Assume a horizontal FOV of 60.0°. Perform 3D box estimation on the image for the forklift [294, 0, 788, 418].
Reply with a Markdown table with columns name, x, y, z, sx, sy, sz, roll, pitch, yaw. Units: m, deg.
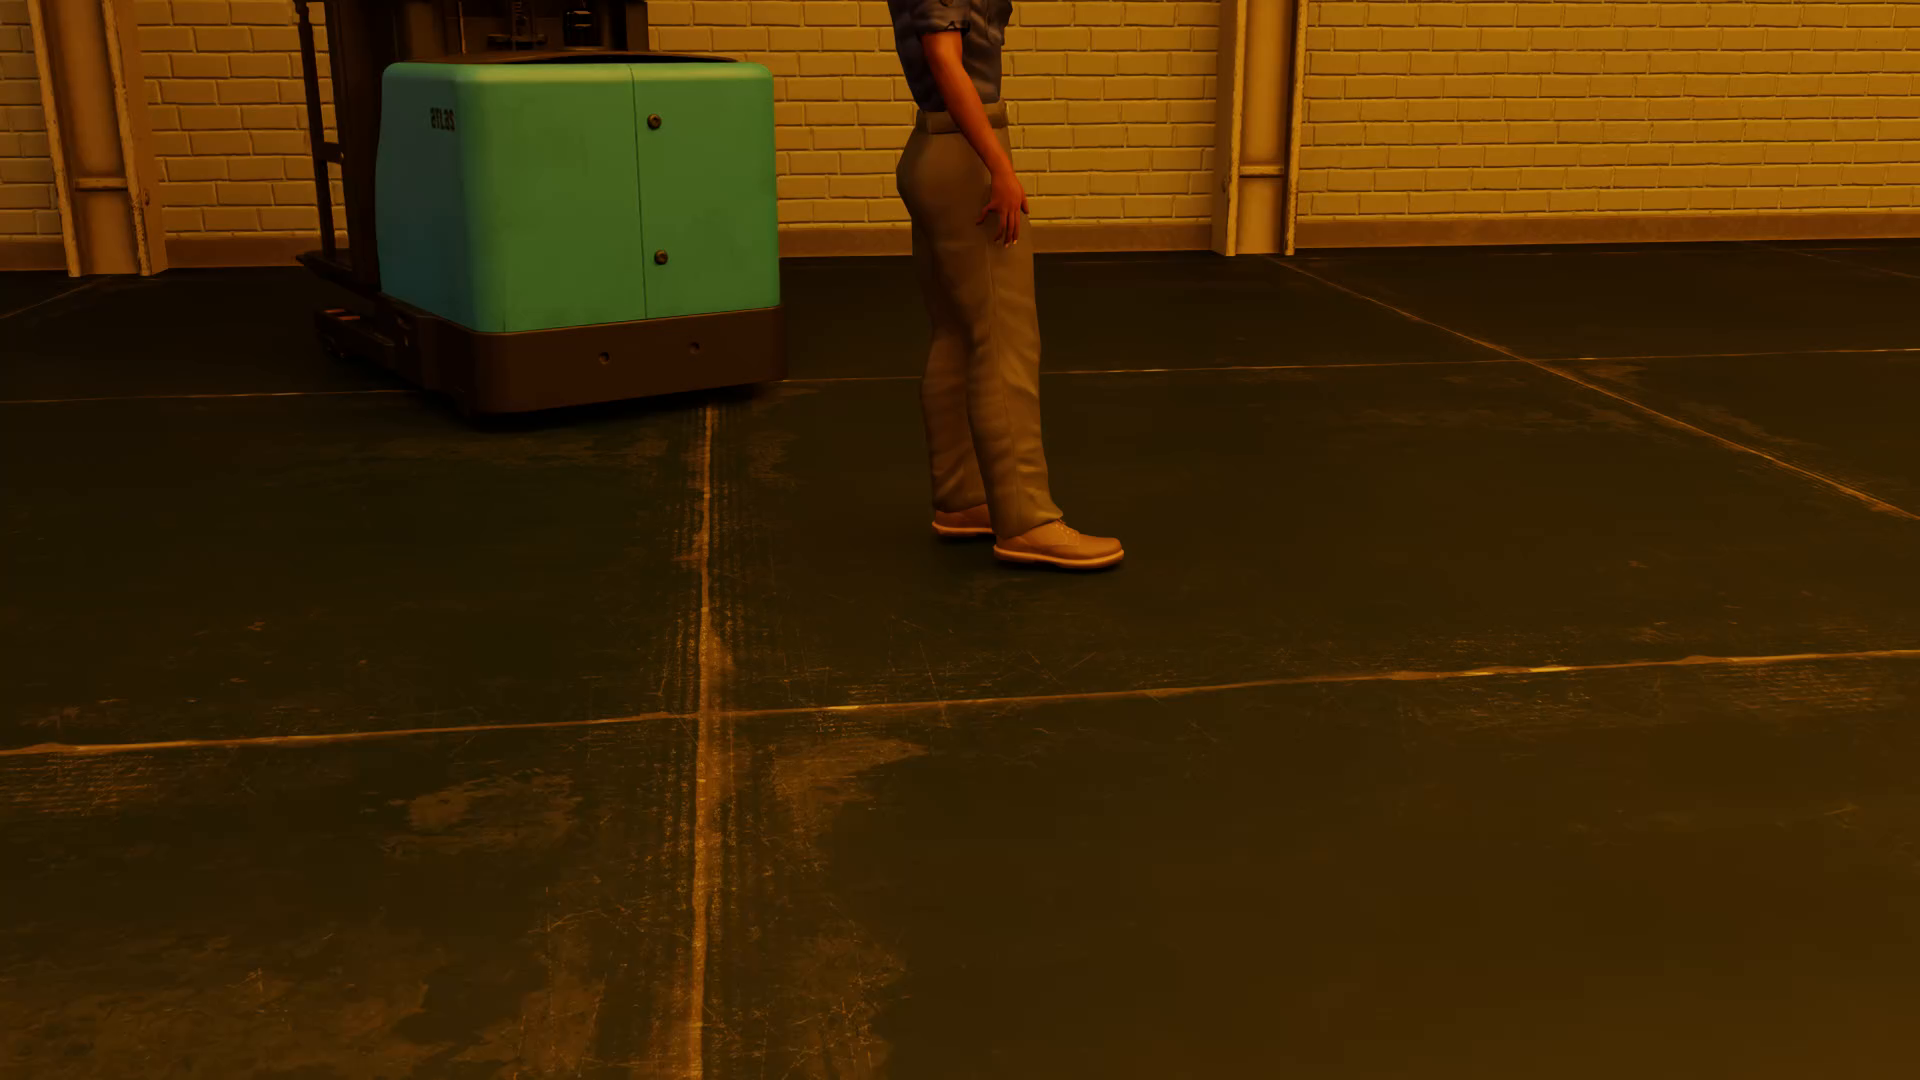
| name | x | y | z | sx | sy | sz | roll | pitch | yaw |
| --- | --- | --- | --- | --- | --- | --- | --- | --- | --- |
| forklift | -1.816 | -2.146 | 6.008 | 1.130 | 2.935 | 3.031 | -11 | 20 | -33 |

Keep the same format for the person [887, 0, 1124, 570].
| name | x | y | z | sx | sy | sz | roll | pitch | yaw |
| --- | --- | --- | --- | --- | --- | --- | --- | --- | --- |
| person | 0.089 | -0.796 | 3.718 | 0.504 | 1.654 | 0.570 | -2 | 17 | -8 |
